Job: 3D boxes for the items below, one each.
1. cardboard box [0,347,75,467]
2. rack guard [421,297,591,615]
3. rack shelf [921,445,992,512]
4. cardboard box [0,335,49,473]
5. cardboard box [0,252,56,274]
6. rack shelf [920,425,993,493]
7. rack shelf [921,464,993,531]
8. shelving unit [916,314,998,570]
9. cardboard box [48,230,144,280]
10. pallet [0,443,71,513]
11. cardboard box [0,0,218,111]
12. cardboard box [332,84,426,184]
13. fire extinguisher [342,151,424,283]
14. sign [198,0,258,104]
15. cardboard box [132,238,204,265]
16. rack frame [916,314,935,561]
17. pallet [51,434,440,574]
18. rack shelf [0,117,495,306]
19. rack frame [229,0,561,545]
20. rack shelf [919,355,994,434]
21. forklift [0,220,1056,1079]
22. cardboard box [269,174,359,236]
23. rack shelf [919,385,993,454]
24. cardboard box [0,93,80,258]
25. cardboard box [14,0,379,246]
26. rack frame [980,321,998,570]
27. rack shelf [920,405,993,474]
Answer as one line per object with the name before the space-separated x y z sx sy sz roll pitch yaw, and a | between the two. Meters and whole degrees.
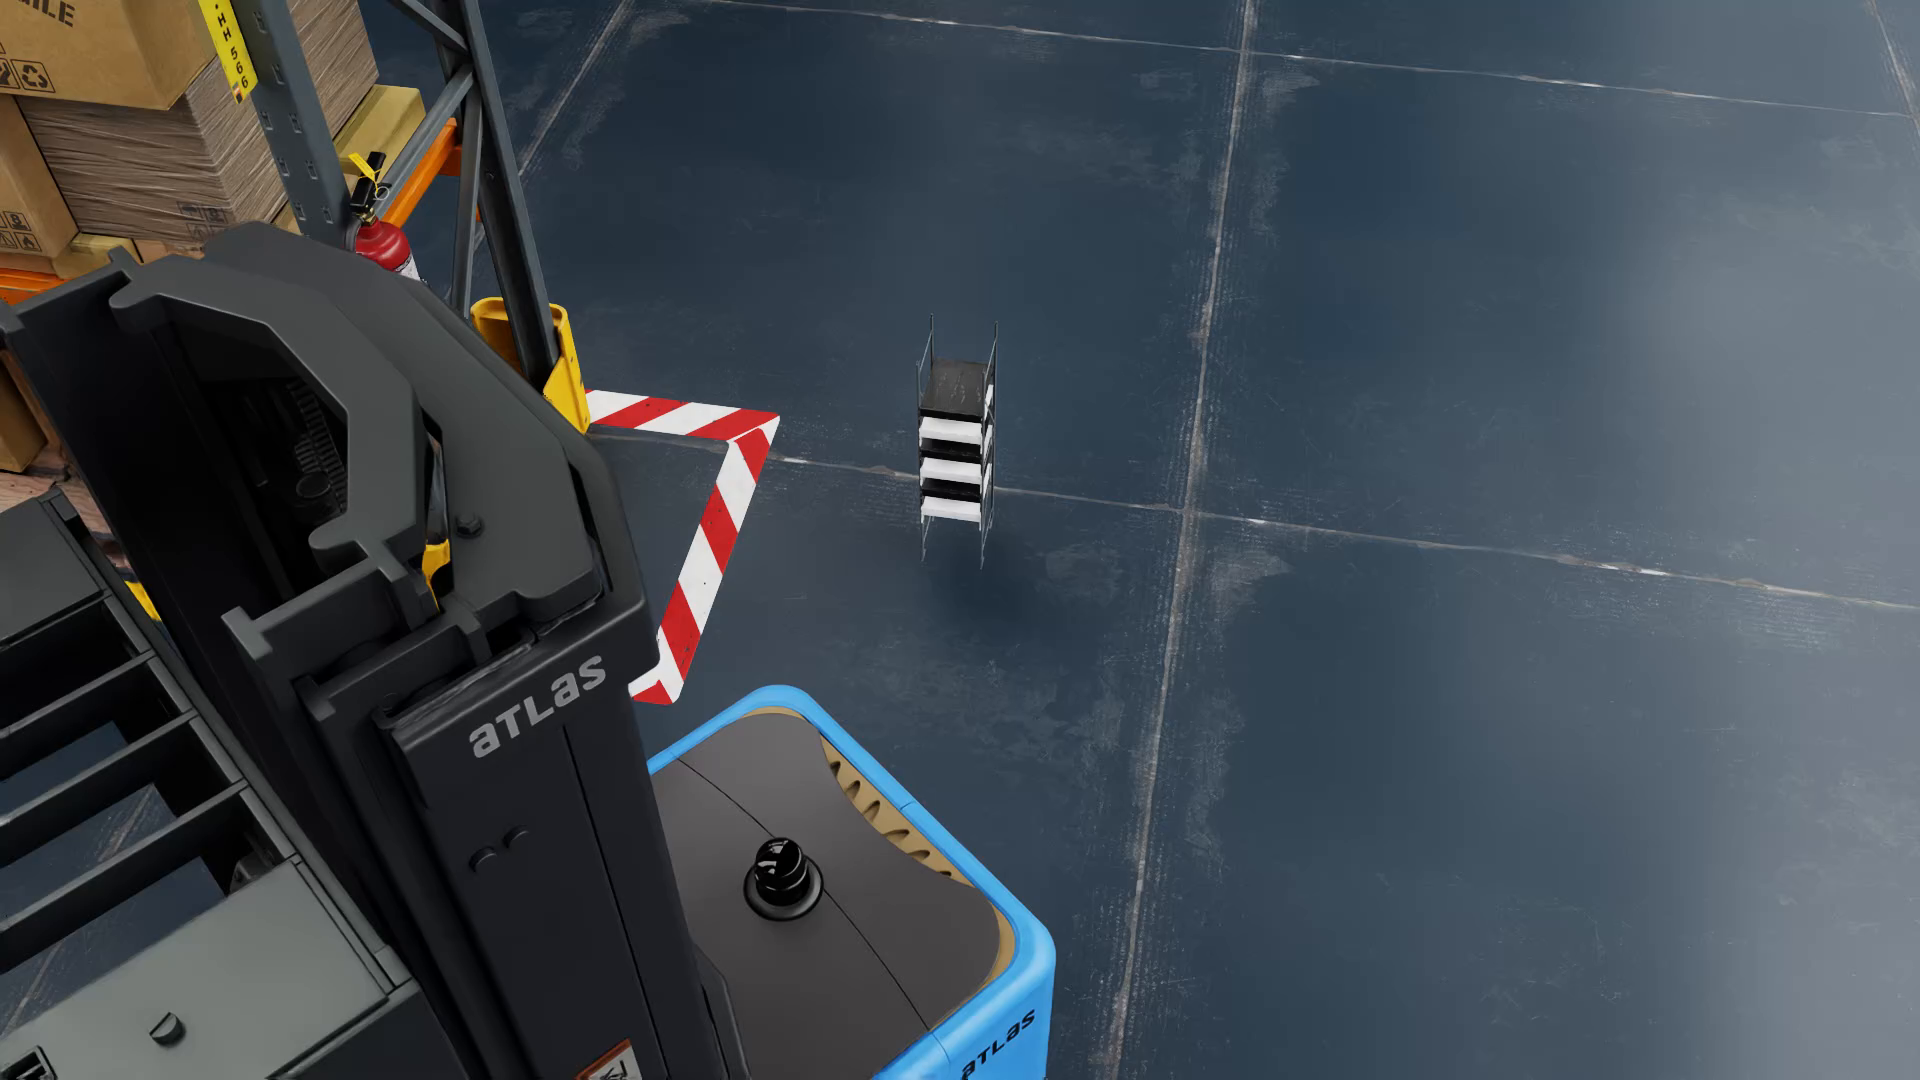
cardboard box | -2.759 -0.523 5.601 0.500 0.500 0.500 19 51 17
rack guard | -1.628 -0.243 5.633 0.348 0.500 1.175 8 49 7
rack shelf | -0.008 -0.219 5.508 0.200 0.077 0.258 8 49 7
cardboard box | -3.372 -0.619 5.688 0.500 0.500 0.500 12 49 10
cardboard box | -2.615 -0.945 4.751 0.250 0.149 0.380 8 49 7
rack shelf | -0.008 -0.280 5.441 0.200 0.077 0.258 8 49 7
rack shelf | -0.008 -0.159 5.575 0.200 0.077 0.258 8 49 7
shelving unit | -0.008 -0.302 5.416 0.210 0.900 0.258 8 49 7
cardboard box | -2.372 -0.900 4.711 0.250 0.149 0.380 8 49 7
pallet | -3.618 -0.443 6.006 1.213 0.211 1.003 8 49 7
cardboard box | -2.139 -1.428 4.077 0.500 0.500 0.500 8 49 7
cardboard box | -1.791 -1.197 4.978 0.250 0.149 0.380 8 49 7
fire extinguisher | -1.523 -0.691 4.406 0.183 0.674 0.296 8 49 7
sign | -1.672 -1.158 3.783 0.005 0.325 0.100 8 49 7
cardboard box | -2.117 -0.905 4.715 0.250 0.149 0.380 8 49 7
rack frame | -0.108 -0.315 5.428 0.006 0.900 0.240 8 49 7
pallet | -2.421 -0.280 5.860 1.213 0.211 1.003 8 49 7
rack shelf | -3.522 -1.093 5.199 4.000 0.370 1.077 8 49 7
rack frame | -1.553 -1.069 4.694 0.127 3.000 1.000 8 49 7
rack shelf | -0.008 -0.460 5.240 0.200 0.077 0.258 8 49 7
forklift | -1.217 1.057 2.830 3.031 2.935 1.130 -33 56 -26
cardboard box | -1.871 -0.871 4.685 0.250 0.149 0.380 8 49 7
rack shelf | -0.008 -0.400 5.307 0.200 0.077 0.258 8 49 7
cardboard box | -2.603 -1.273 4.610 0.500 0.500 0.875 8 49 7
cardboard box | -2.090 -1.295 4.629 0.500 0.500 0.875 8 49 7
rack frame | 0.092 -0.288 5.404 0.006 0.900 0.240 8 49 7
rack shelf | -0.008 -0.340 5.374 0.200 0.077 0.258 8 49 7
